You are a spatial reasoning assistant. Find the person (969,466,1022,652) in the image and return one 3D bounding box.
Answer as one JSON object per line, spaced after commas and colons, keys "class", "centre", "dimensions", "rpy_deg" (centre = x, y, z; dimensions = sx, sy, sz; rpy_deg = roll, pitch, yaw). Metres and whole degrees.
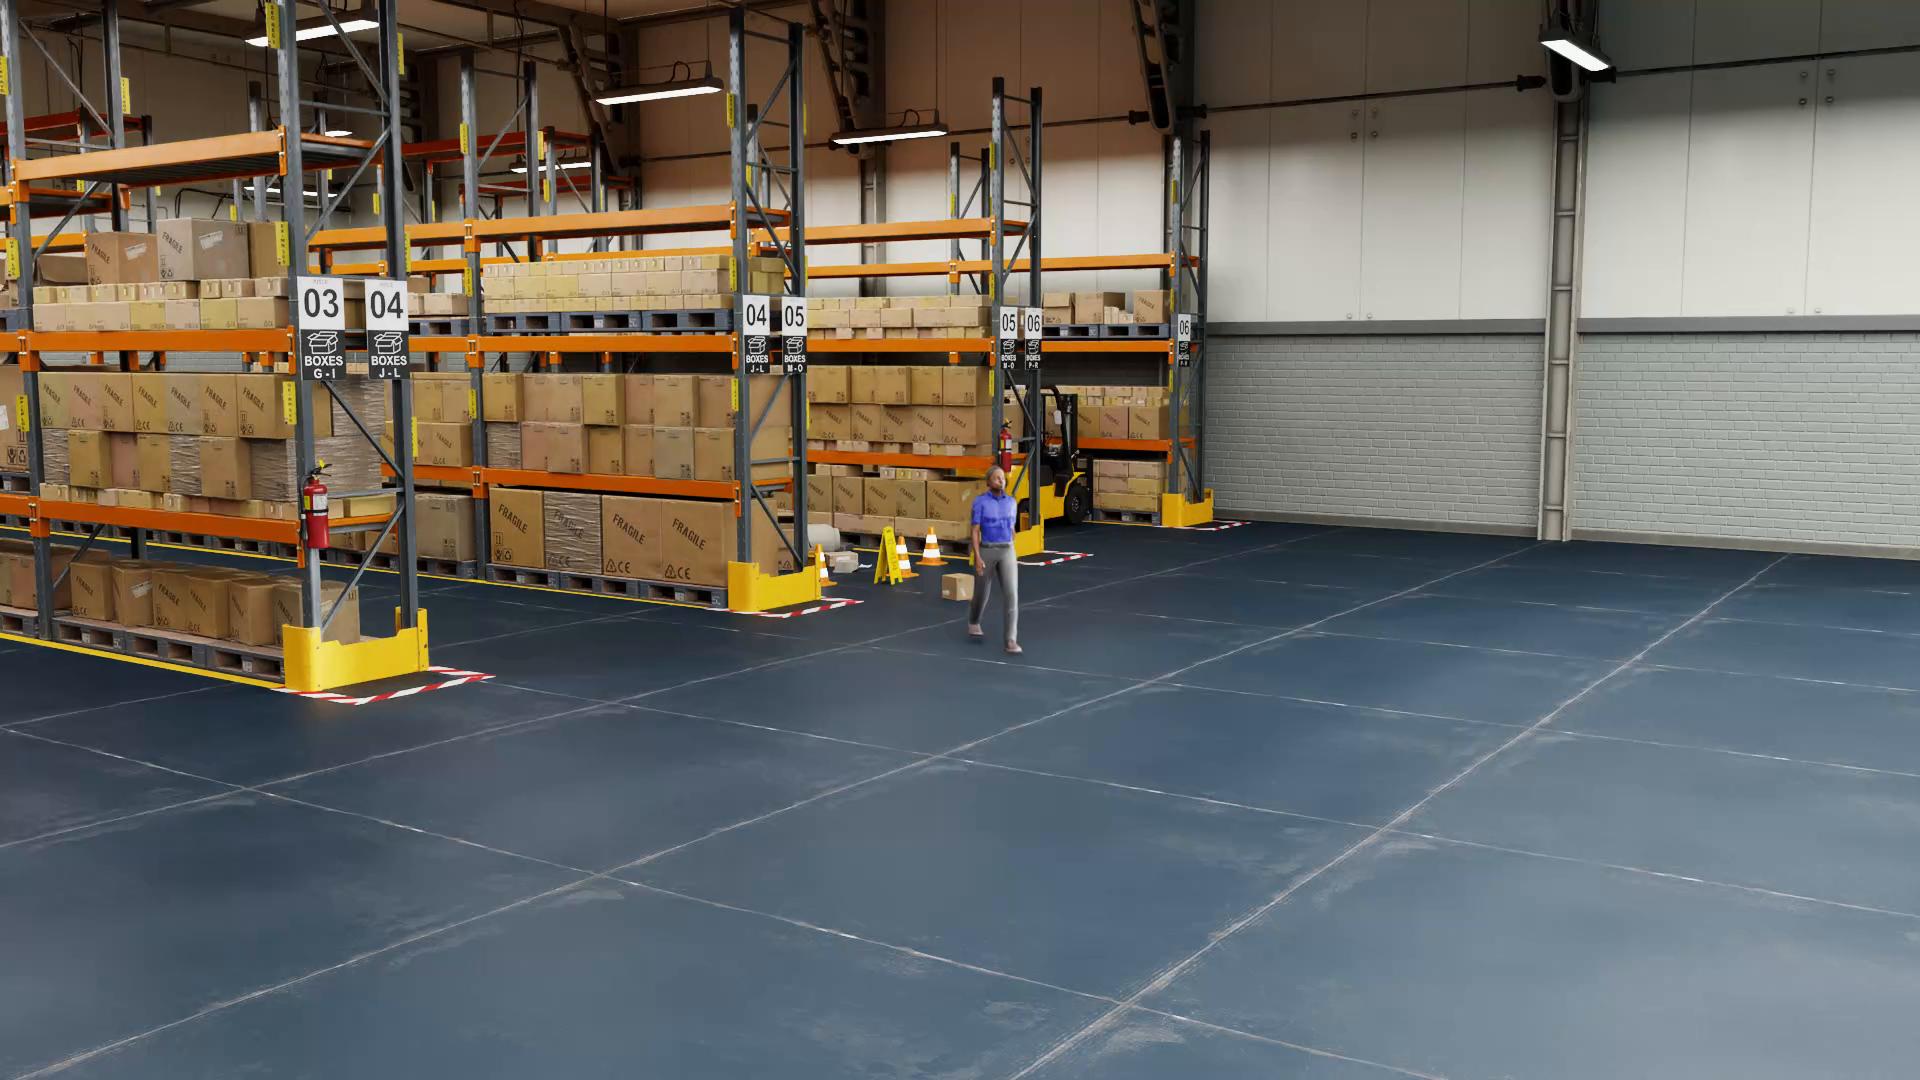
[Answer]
{"class": "person", "centre": [0.301, 0.144, 14.692], "dimensions": [0.441, 1.603, 0.968], "rpy_deg": [-1, 7, -13]}
